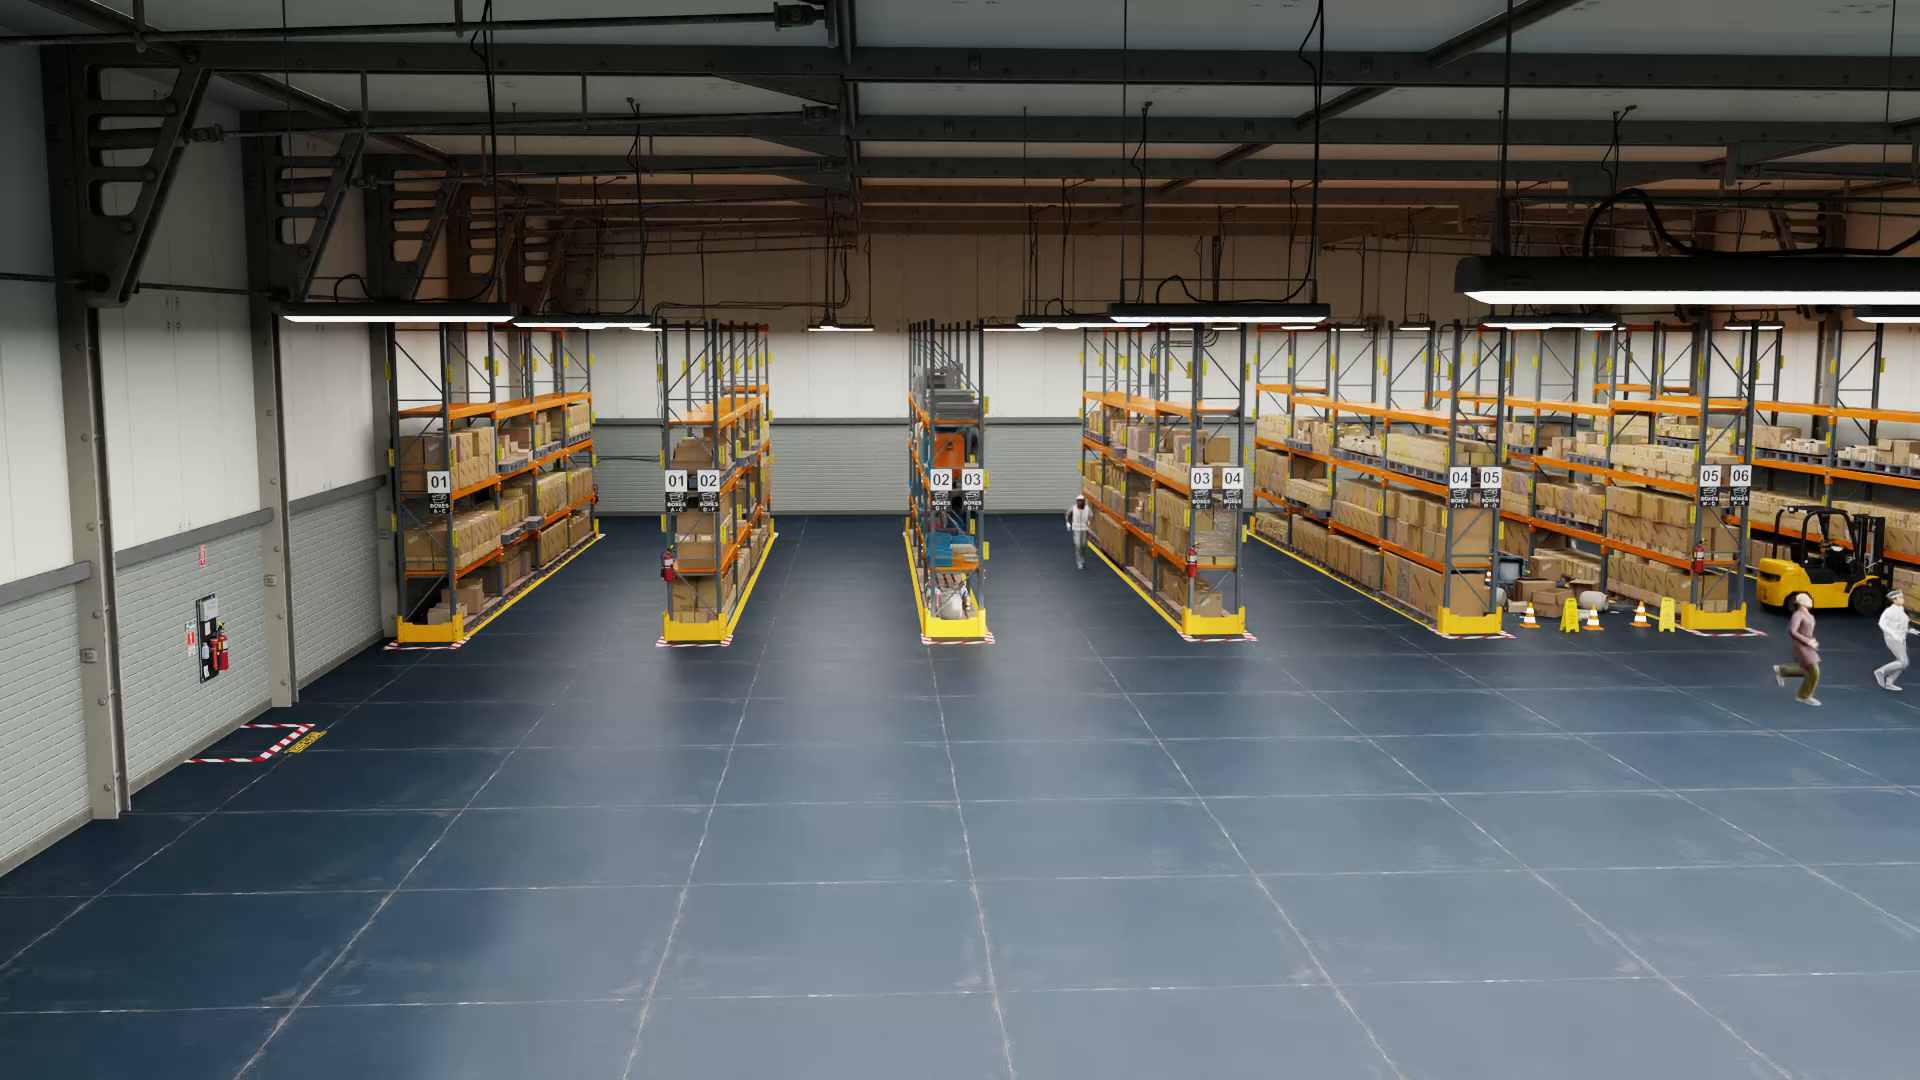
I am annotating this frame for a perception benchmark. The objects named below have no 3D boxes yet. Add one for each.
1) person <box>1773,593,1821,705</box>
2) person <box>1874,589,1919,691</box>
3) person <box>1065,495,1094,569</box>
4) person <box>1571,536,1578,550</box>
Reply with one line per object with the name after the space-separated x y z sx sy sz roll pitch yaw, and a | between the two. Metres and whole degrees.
13.089 1.684 25.947 0.717 1.724 0.730 5 9 35 | person
15.067 1.607 26.727 0.588 1.651 0.561 -7 10 -43 | person
2.969 -0.230 41.051 0.705 1.787 0.886 -1 7 -5 | person
15.680 -0.370 42.371 0.672 1.763 0.710 0 7 -3 | person
